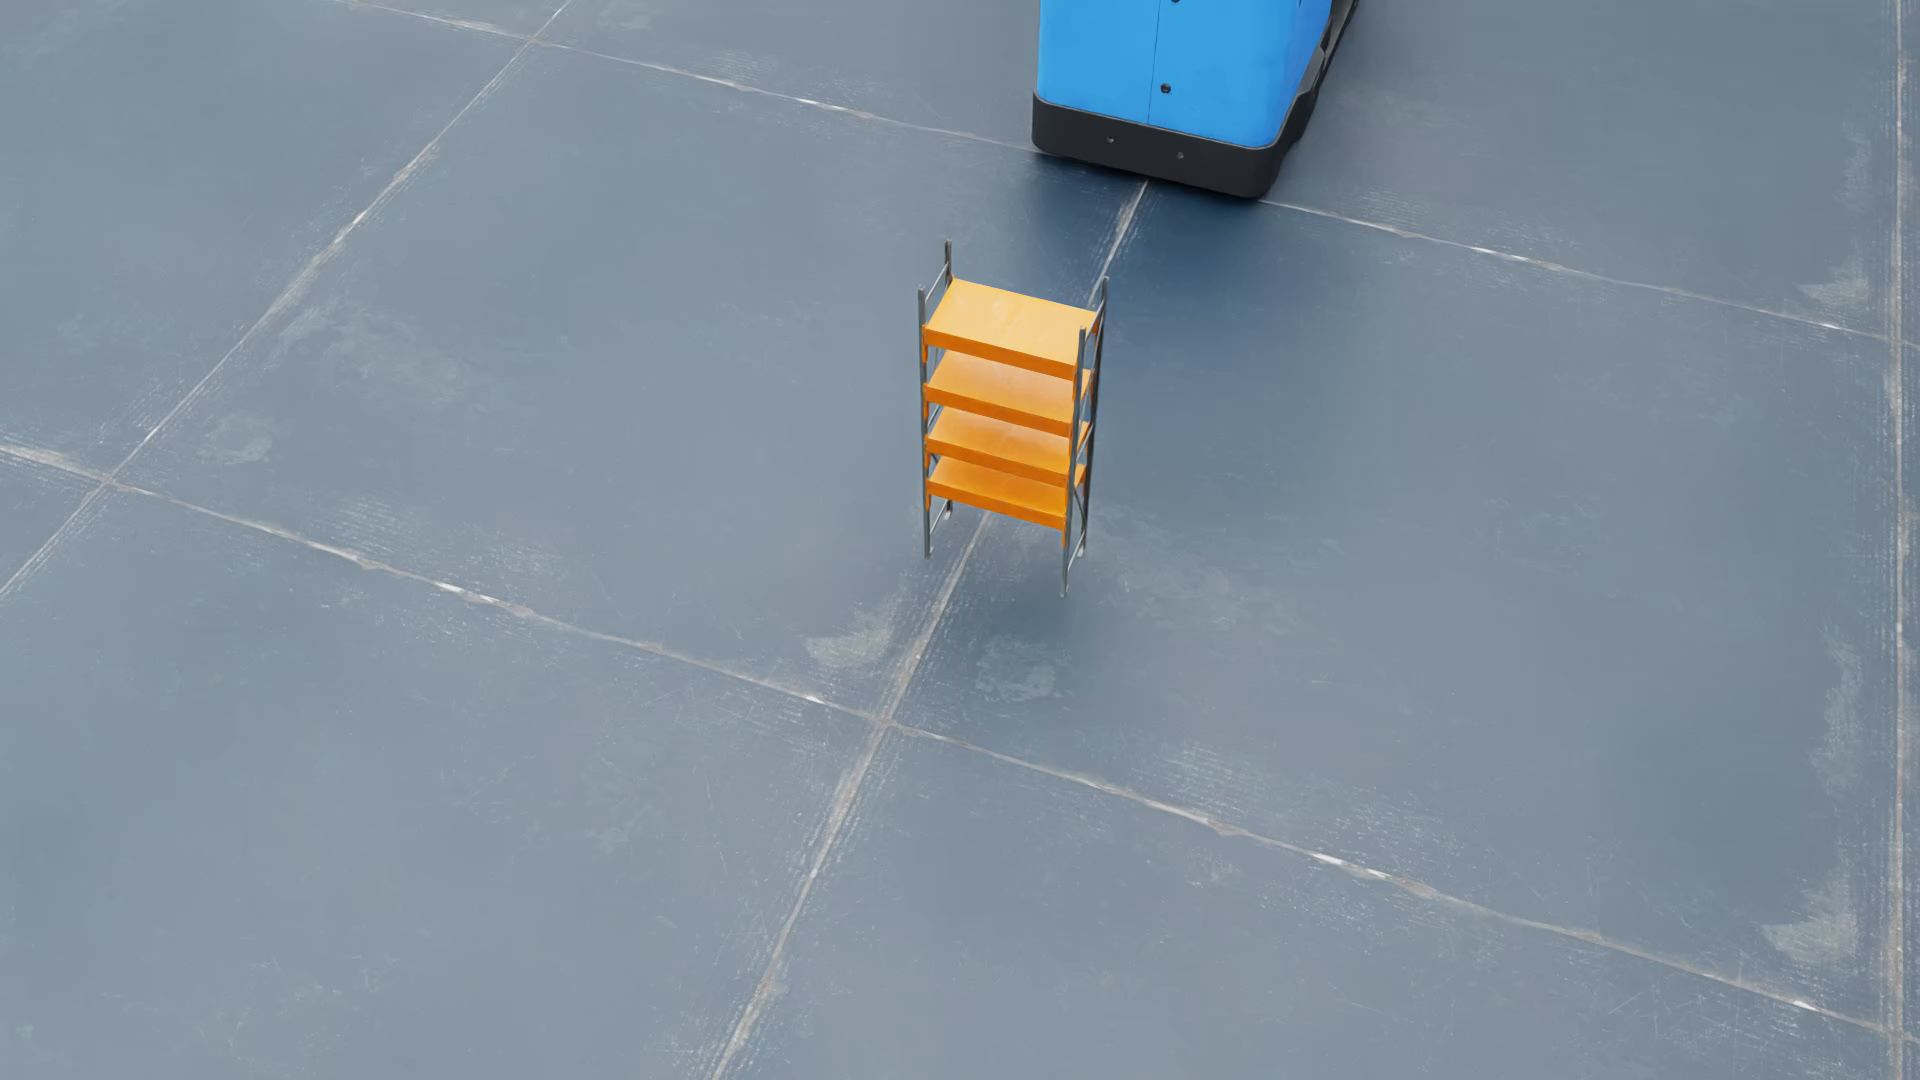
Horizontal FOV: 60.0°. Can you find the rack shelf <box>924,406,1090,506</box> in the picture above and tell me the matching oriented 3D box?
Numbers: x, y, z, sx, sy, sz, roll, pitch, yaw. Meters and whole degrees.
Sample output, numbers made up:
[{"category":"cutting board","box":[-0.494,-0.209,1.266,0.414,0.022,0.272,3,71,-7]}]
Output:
[{"category":"rack shelf","box":[0.155,-0.306,5.310,0.480,0.148,0.258,16,51,13]}]

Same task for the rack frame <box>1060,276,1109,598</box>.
[{"category":"rack frame","box":[0.384,-0.286,5.204,0.015,1.200,0.240,16,51,13]}]

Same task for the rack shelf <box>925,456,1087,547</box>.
[{"category":"rack shelf","box":[0.155,-0.176,5.460,0.480,0.148,0.258,16,51,13]}]

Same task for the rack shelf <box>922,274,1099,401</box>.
[{"category":"rack shelf","box":[0.155,-0.607,4.962,0.480,0.148,0.258,16,51,13]}]

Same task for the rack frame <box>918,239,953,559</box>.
[{"category":"rack frame","box":[-0.074,-0.414,5.314,0.015,1.200,0.240,16,51,13]}]

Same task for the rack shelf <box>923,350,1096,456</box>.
[{"category":"rack shelf","box":[0.155,-0.452,5.141,0.480,0.148,0.258,16,51,13]}]

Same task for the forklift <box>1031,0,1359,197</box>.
[{"category":"forklift","box":[1.314,-3.518,6.859,1.130,2.935,3.031,16,51,14]}]

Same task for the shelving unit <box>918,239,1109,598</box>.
[{"category":"shelving unit","box":[0.155,-0.350,5.259,0.503,1.200,0.258,16,51,13]}]
